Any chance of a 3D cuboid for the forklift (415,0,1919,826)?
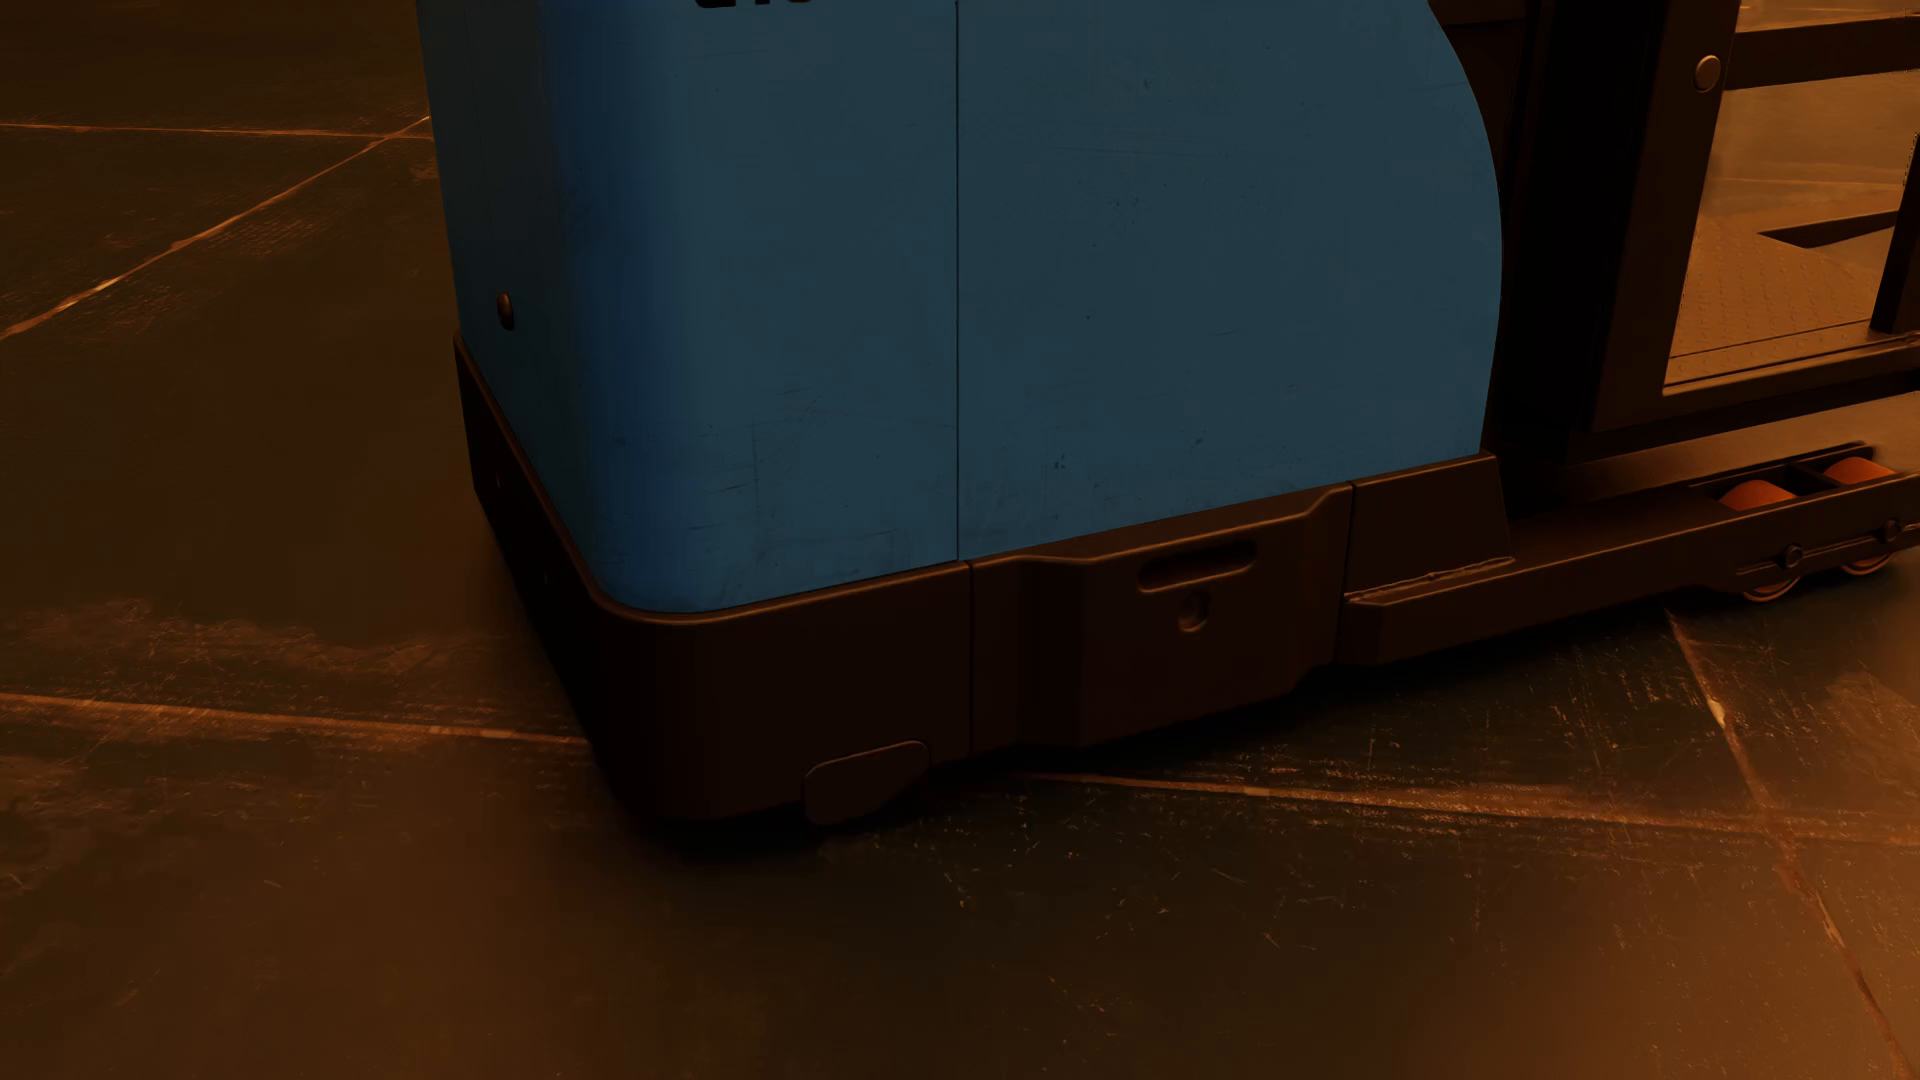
[{"bbox_3d":[0.830,-1.428,2.079,3.031,2.935,1.130,-11,29,-22],"label":"forklift"}]
